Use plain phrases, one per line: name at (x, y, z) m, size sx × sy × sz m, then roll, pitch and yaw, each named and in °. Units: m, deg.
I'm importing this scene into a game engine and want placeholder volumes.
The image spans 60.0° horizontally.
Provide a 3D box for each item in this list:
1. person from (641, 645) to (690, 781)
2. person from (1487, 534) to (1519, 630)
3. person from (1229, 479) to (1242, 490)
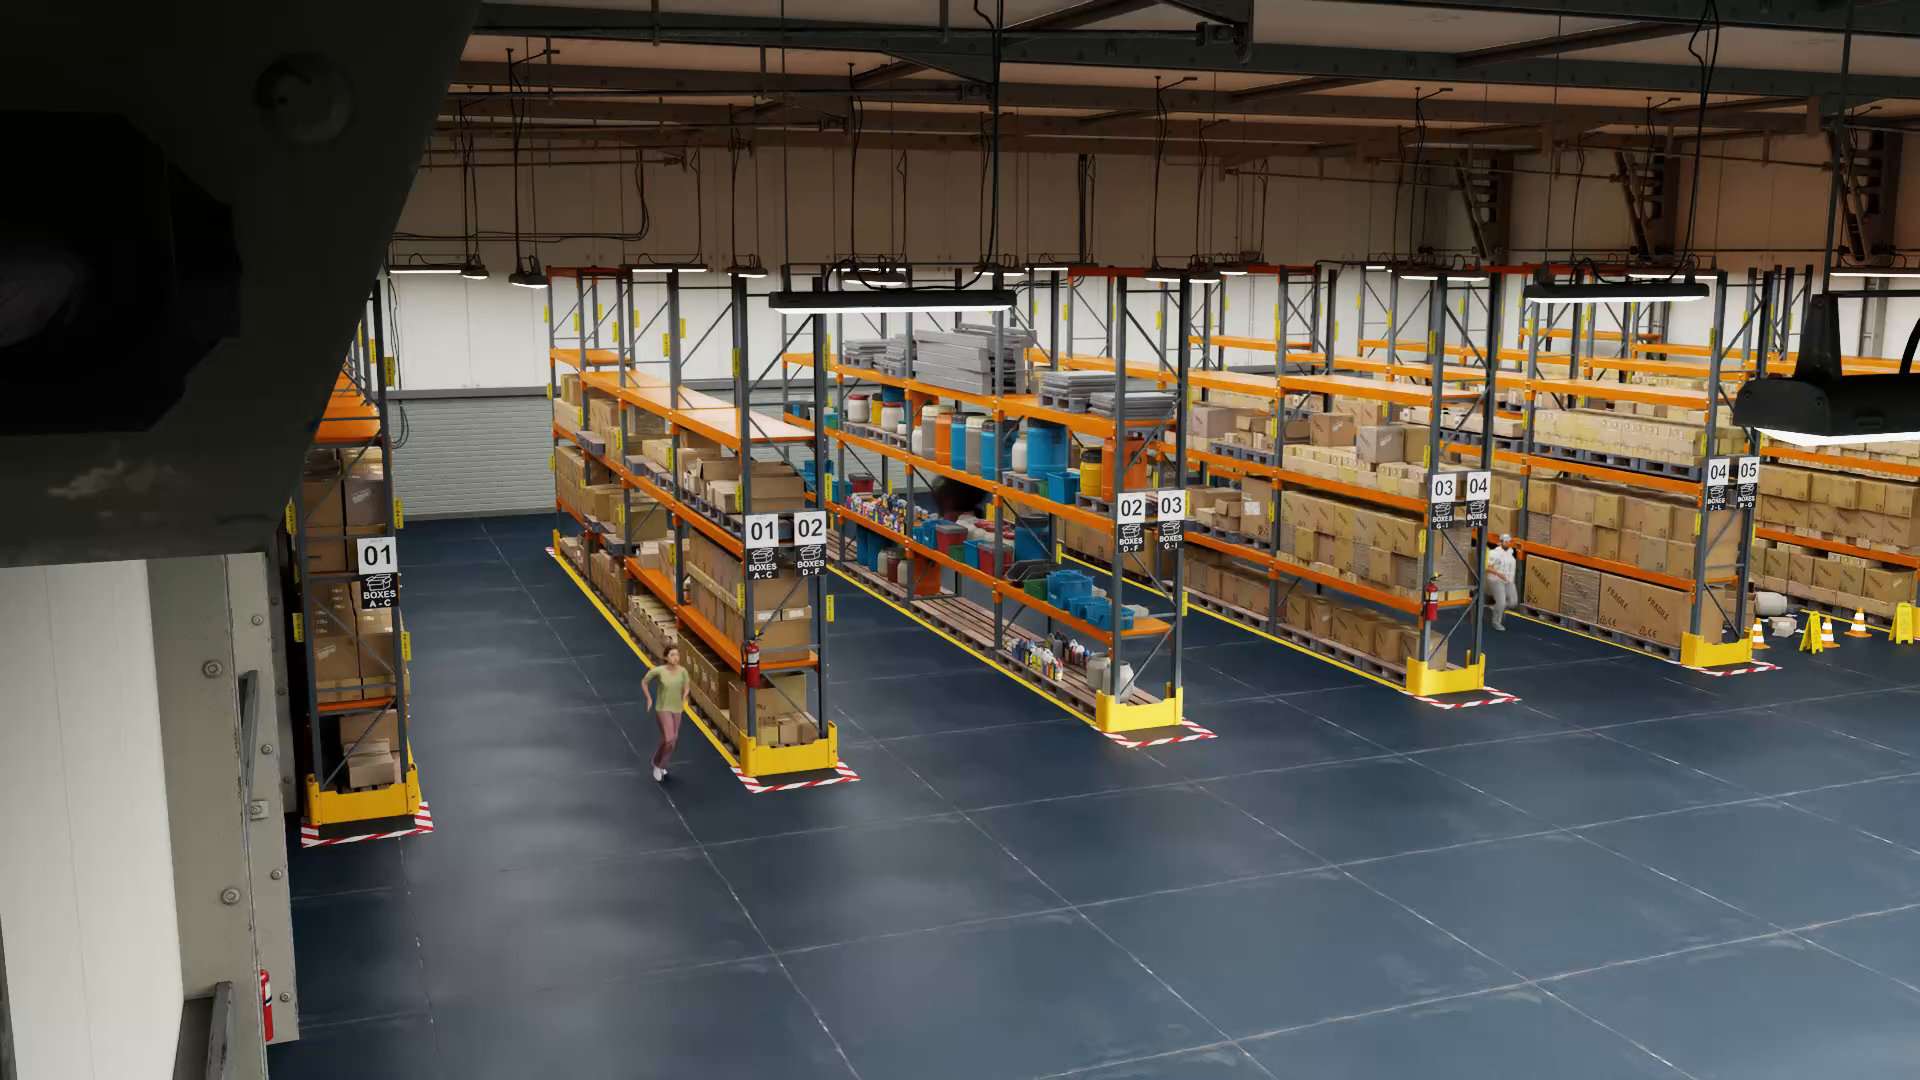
person at (-3.499, 2.070, 20.069) m, size 0.545 × 1.614 × 0.627 m, roll -7°, pitch 12°, yaw -33°
person at (9.120, 0.696, 27.984) m, size 0.609 × 1.631 × 0.546 m, roll -4°, pitch 11°, yaw -20°
person at (6.926, -1.612, 41.280) m, size 1.090 × 1.520 × 0.769 m, roll 8°, pitch 13°, yaw 39°
